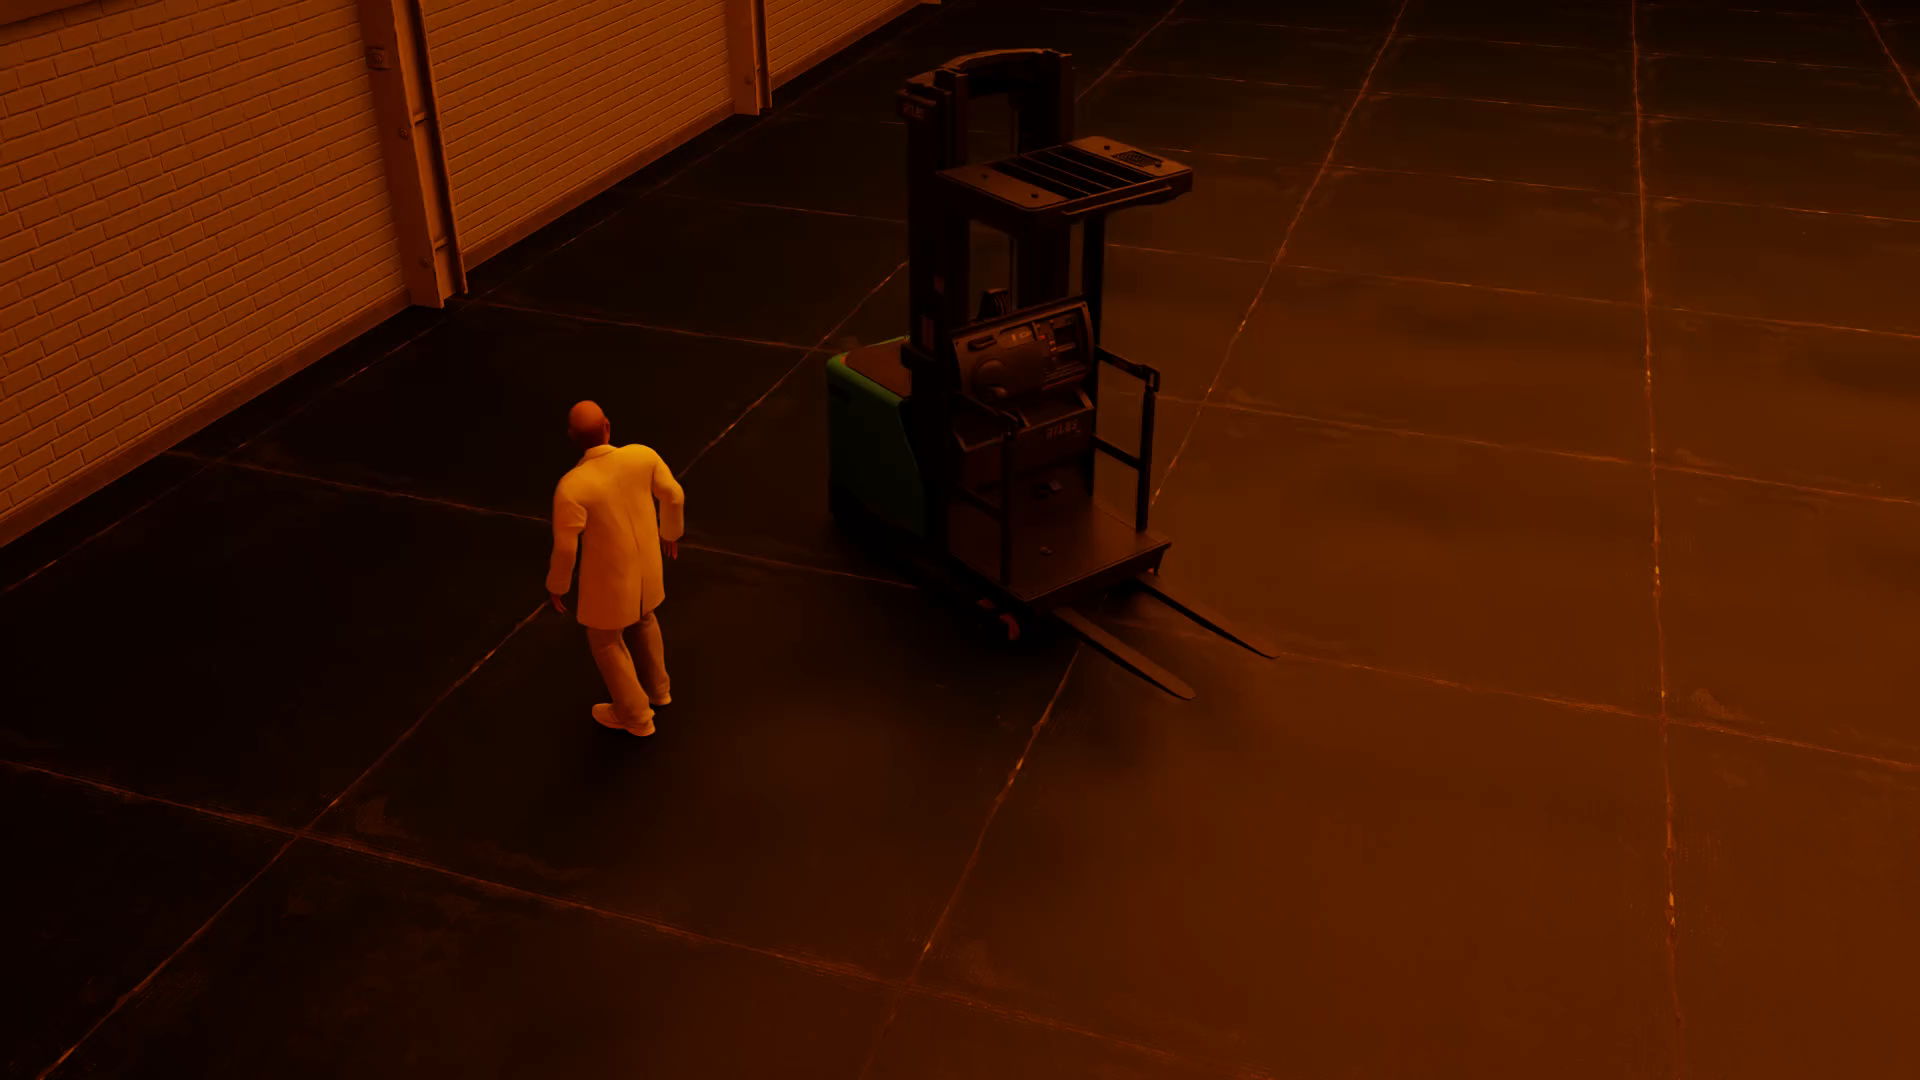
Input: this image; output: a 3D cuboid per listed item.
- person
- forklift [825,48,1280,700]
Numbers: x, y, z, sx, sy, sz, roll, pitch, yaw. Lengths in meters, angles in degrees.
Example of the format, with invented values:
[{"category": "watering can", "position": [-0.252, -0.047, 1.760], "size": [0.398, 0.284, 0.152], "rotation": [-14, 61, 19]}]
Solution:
[{"category": "person", "position": [-1.702, 0.115, 8.113], "size": [0.517, 1.764, 0.763], "rotation": [24, 37, 35]}, {"category": "forklift", "position": [0.479, -0.983, 8.860], "size": [1.130, 2.935, 3.031], "rotation": [-21, 36, -32]}]
